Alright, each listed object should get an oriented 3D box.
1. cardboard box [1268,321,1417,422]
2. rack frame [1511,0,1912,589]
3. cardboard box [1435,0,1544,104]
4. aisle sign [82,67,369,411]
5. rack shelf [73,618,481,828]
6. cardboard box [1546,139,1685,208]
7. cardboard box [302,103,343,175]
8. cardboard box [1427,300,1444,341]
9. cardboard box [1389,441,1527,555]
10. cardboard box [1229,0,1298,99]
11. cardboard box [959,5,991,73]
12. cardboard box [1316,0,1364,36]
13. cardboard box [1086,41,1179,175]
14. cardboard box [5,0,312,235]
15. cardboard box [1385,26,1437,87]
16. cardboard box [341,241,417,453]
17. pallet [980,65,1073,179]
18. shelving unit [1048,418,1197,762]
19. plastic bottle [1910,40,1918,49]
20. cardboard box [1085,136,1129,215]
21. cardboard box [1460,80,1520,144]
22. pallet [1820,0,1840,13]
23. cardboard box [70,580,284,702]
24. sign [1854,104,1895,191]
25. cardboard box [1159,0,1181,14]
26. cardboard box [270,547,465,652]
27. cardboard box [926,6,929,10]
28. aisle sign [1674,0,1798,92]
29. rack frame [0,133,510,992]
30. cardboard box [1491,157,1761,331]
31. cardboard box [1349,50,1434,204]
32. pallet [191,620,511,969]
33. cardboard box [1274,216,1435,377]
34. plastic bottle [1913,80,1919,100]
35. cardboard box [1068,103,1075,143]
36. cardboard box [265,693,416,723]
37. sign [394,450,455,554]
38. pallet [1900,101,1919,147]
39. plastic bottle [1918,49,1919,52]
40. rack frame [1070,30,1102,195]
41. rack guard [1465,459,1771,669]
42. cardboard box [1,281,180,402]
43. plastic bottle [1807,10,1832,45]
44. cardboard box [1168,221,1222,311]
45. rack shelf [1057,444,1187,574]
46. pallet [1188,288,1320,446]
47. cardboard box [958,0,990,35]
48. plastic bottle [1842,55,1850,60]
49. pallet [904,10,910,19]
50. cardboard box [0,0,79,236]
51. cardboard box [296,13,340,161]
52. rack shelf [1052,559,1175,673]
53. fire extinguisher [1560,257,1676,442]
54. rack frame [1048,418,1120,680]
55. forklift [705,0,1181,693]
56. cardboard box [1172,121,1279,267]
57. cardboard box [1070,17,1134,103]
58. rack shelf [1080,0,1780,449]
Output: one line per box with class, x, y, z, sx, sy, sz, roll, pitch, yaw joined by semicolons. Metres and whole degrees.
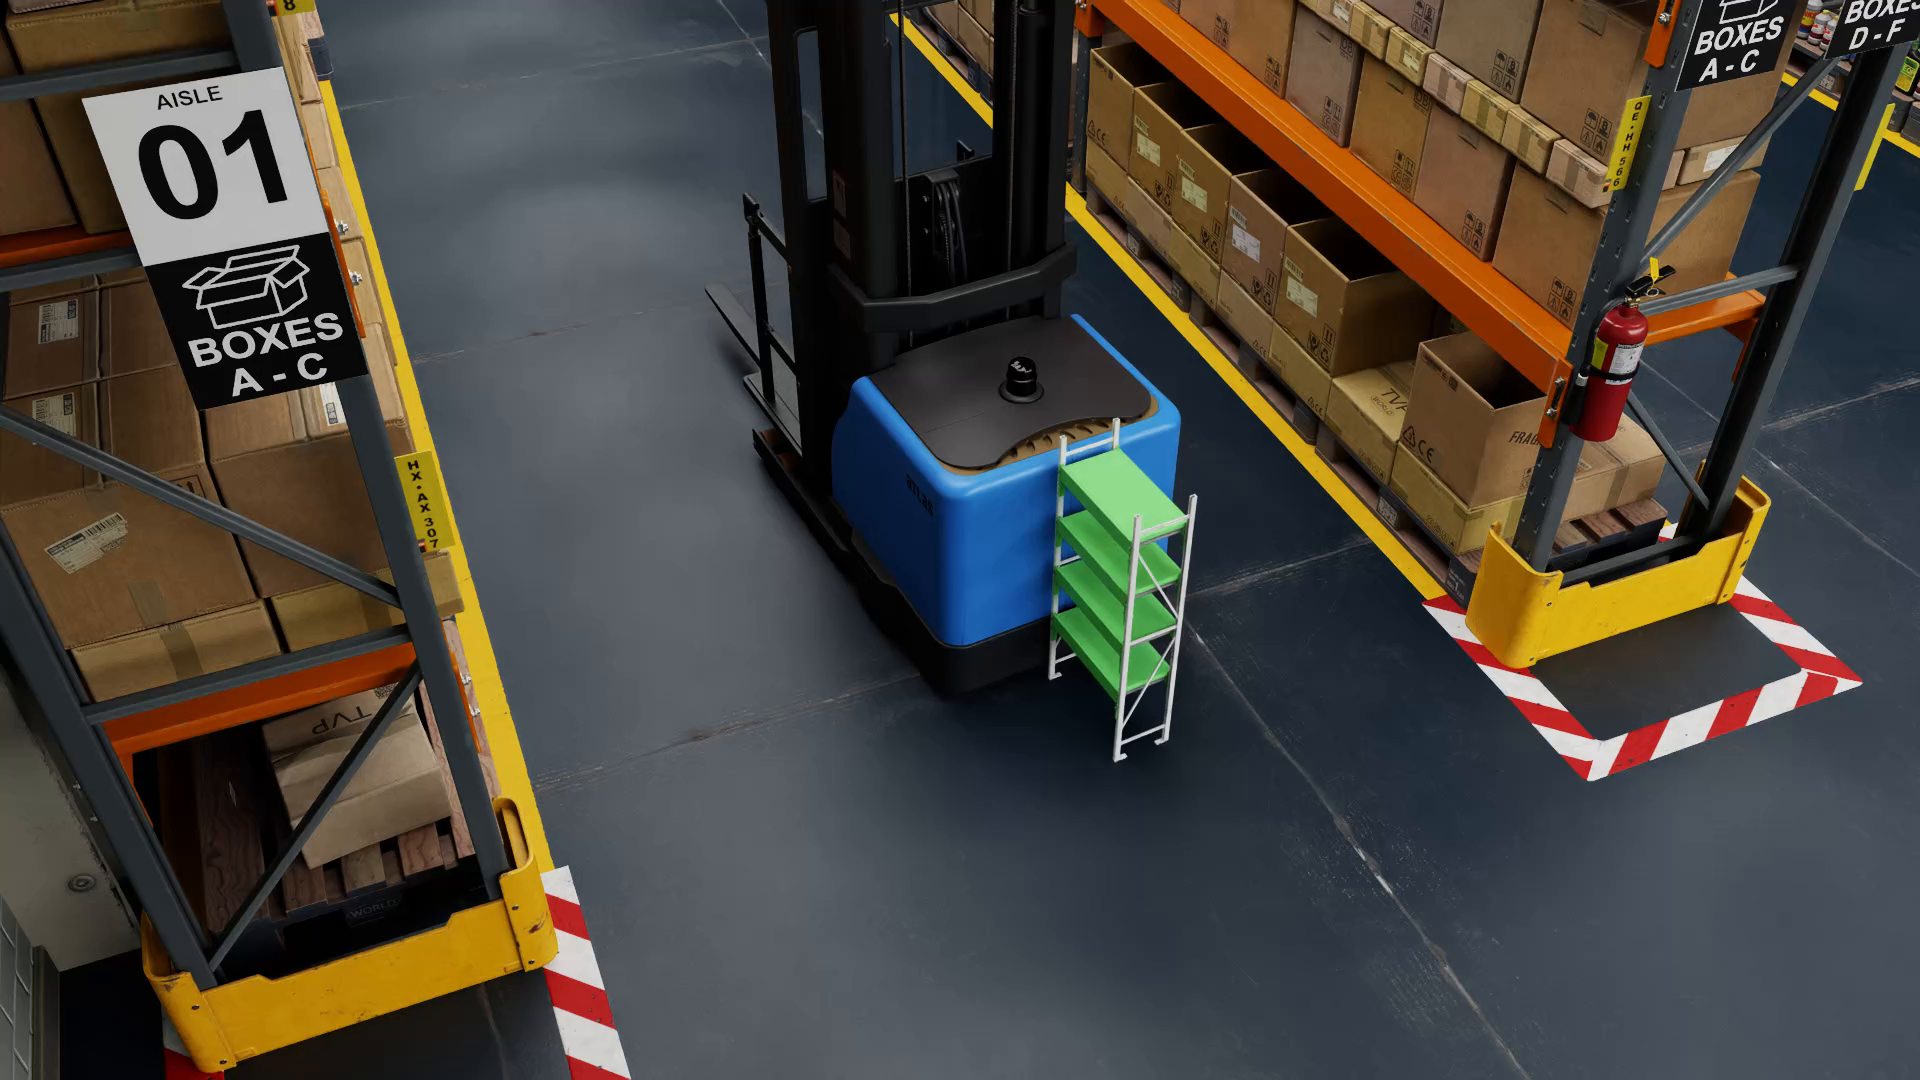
cardboard box;1.783;-0.838;7.710;0.500;0.250;0.500;-15;43;-17
rack frame;2.657;-0.873;5.964;1.000;3.000;0.127;-15;43;-17
cardboard box;2.264;-2.034;6.243;0.700;0.500;0.500;-16;43;-18
aisle sign;-1.614;-0.652;3.713;0.394;0.787;0.004;-15;43;-17
rack shelf;-2.684;-0.567;6.160;1.077;0.370;4.000;-15;43;-17
cardboard box;2.335;-1.339;5.932;0.380;0.149;0.250;-16;43;-18
cardboard box;-2.404;-1.153;5.815;0.500;0.500;0.500;-14;43;-16
cardboard box;2.261;-1.251;7.616;0.500;0.500;0.500;-15;43;-17
cardboard box;2.179;-0.239;7.014;0.500;0.250;0.500;-15;43;-17
cardboard box;1.698;-2.435;7.704;0.700;0.500;0.500;-14;43;-16
cardboard box;0.312;-3.190;10.445;0.500;0.250;0.500;-14;43;-16
cardboard box;1.739;-2.273;7.018;0.380;0.149;0.250;-16;43;-17
cardboard box;1.015;-2.326;8.866;0.500;0.500;0.500;-15;43;-17
cardboard box;-1.815;-1.081;3.814;0.500;0.500;0.500;-14;43;-16
cardboard box;1.940;-1.961;6.655;0.380;0.149;0.250;-14;43;-16
cardboard box;-2.003;-0.532;5.093;0.500;0.500;0.500;-15;43;-17
pallet;0.808;-2.659;10.180;1.003;0.211;1.213;-15;43;-17
shelving unit;0.573;0.201;6.096;0.258;1.200;0.503;-19;44;-21
plastic bottle;5.702;-2.975;10.103;0.144;0.351;0.185;-17;43;-19
cardboard box;1.024;-2.044;9.113;0.500;0.250;0.500;-15;43;-17
cardboard box;2.135;-1.650;6.294;0.380;0.149;0.250;-16;43;-17
pallet;5.368;-3.922;11.649;1.003;0.211;1.213;-15;43;-17
cardboard box;-2.276;0.182;4.838;0.500;0.250;0.500;-15;43;-16
sign;3.172;-1.366;5.813;0.100;0.325;0.005;-15;43;-17
cardboard box;1.302;-3.054;8.425;0.700;0.500;0.500;-16;43;-18
cardboard box;-1.812;0.042;5.001;0.500;0.250;0.500;-16;43;-18
cardboard box;-0.077;-3.805;11.161;0.500;0.250;0.500;-16;43;-18
aisle sign;2.411;-1.745;4.985;0.394;0.787;0.004;-15;43;-17
rack frame;-1.918;0.366;4.524;1.000;3.000;0.127;-15;43;-17
cardboard box;2.490;-1.195;6.262;0.700;0.500;0.500;-15;43;-17
cardboard box;2.100;-1.811;6.978;0.700;0.500;0.500;-15;43;-17
pallet;-2.226;0.879;6.066;1.003;0.211;1.213;-15;43;-17
cardboard box;1.781;-1.121;7.465;0.500;0.500;0.500;-15;43;-17
plastic bottle;5.789;-2.742;9.946;0.097;0.201;0.097;0;41;0
cardboard box;0.700;-2.576;9.732;0.500;0.250;0.500;-16;43;-17
cardboard box;-2.318;0.436;6.168;0.500;0.311;0.500;-12;42;-13
sign;-1.417;-0.098;4.400;0.100;0.325;0.005;-15;43;-17
pallet;6.393;-2.307;9.771;1.003;0.211;1.213;-15;43;-17
plastic bottle;5.793;-2.865;10.036;0.097;0.271;0.097;0;41;0
rack frame;1.126;-3.282;8.766;1.000;3.000;0.127;-15;43;-17
rack guard;2.666;0.090;6.762;1.175;0.500;0.348;-15;43;-17
cardboard box;-2.479;-0.406;4.946;0.500;0.500;0.500;-15;43;-16
plastic bottle;5.460;-3.259;10.548;0.097;0.201;0.097;0;41;0
cardboard box;1.397;-1.439;8.409;0.500;0.250;0.500;-15;43;-17
rack shelf;0.573;-0.114;5.825;0.258;0.148;0.480;-19;44;-21
pallet;1.863;-0.999;8.250;1.003;0.211;1.213;-15;43;-17
cardboard box;0.313;-3.397;10.256;0.500;0.311;0.500;-15;43;-17
plastic bottle;5.570;-3.160;10.376;0.152;0.276;0.135;-14;43;-15
pallet;-0.125;-4.129;11.889;1.003;0.211;1.213;-15;43;-17
cardboard box;-2.312;-1.006;3.726;0.500;0.500;0.500;-12;42;-14
cardboard box;-2.786;-1.772;6.535;0.500;0.500;0.500;-15;43;-17
rack shelf;0.573;0.250;6.138;0.258;0.148;0.480;-19;44;-21
fire extinguisher;2.273;-0.656;5.772;0.296;0.674;0.183;-15;43;-17
rack frame;0.459;0.060;6.260;0.240;1.200;0.015;-19;44;-21
forklift;-0.292;-1.473;6.714;1.130;2.935;3.031;-19;44;-21
cardboard box;1.397;-1.723;8.165;0.500;0.500;0.500;-15;43;-17
cardboard box;0.707;-2.784;9.543;0.500;0.311;0.500;-15;43;-17
rack shelf;1.892;-1.805;7.600;1.077;0.370;4.000;-15;43;-17
